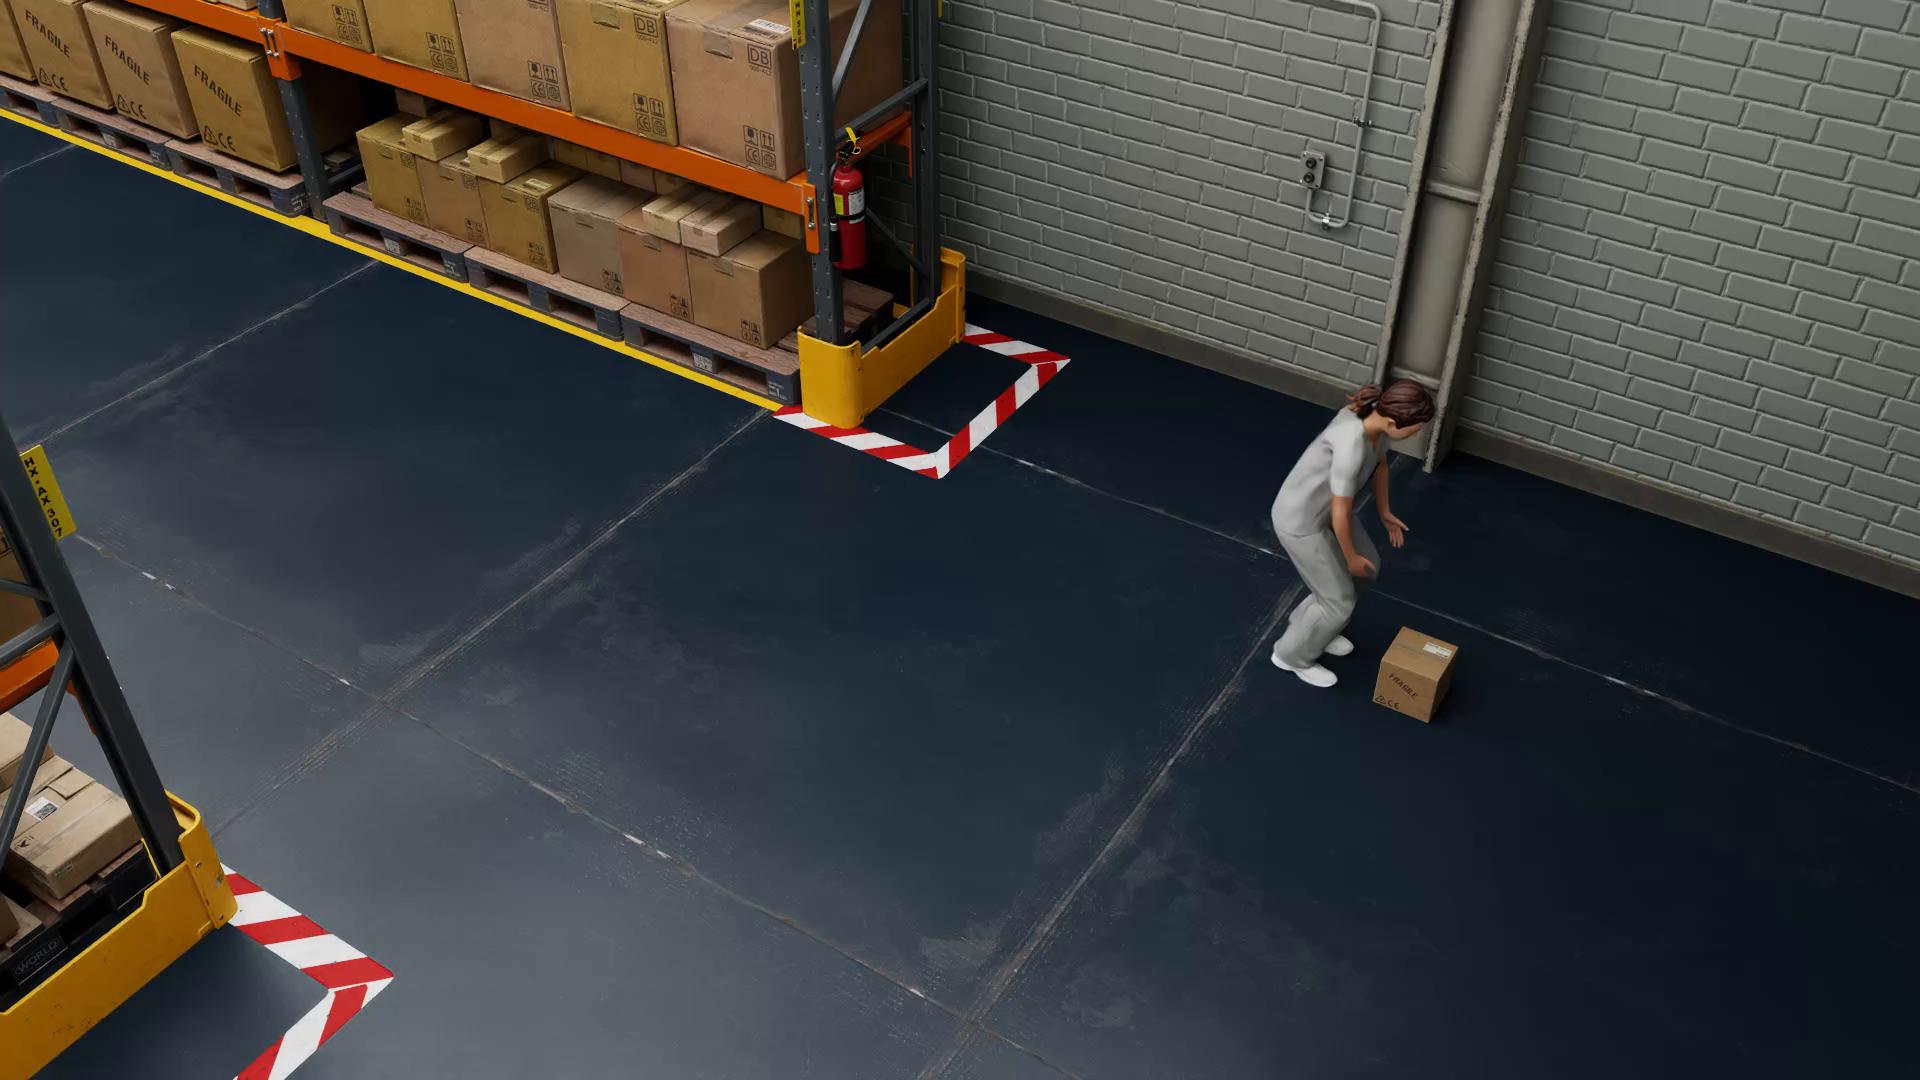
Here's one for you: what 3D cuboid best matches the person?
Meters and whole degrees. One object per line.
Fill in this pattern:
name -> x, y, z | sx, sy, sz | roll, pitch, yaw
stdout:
person -> 1.592, -0.072, 6.924 | 0.553, 1.493, 0.486 | 22, 44, 25
